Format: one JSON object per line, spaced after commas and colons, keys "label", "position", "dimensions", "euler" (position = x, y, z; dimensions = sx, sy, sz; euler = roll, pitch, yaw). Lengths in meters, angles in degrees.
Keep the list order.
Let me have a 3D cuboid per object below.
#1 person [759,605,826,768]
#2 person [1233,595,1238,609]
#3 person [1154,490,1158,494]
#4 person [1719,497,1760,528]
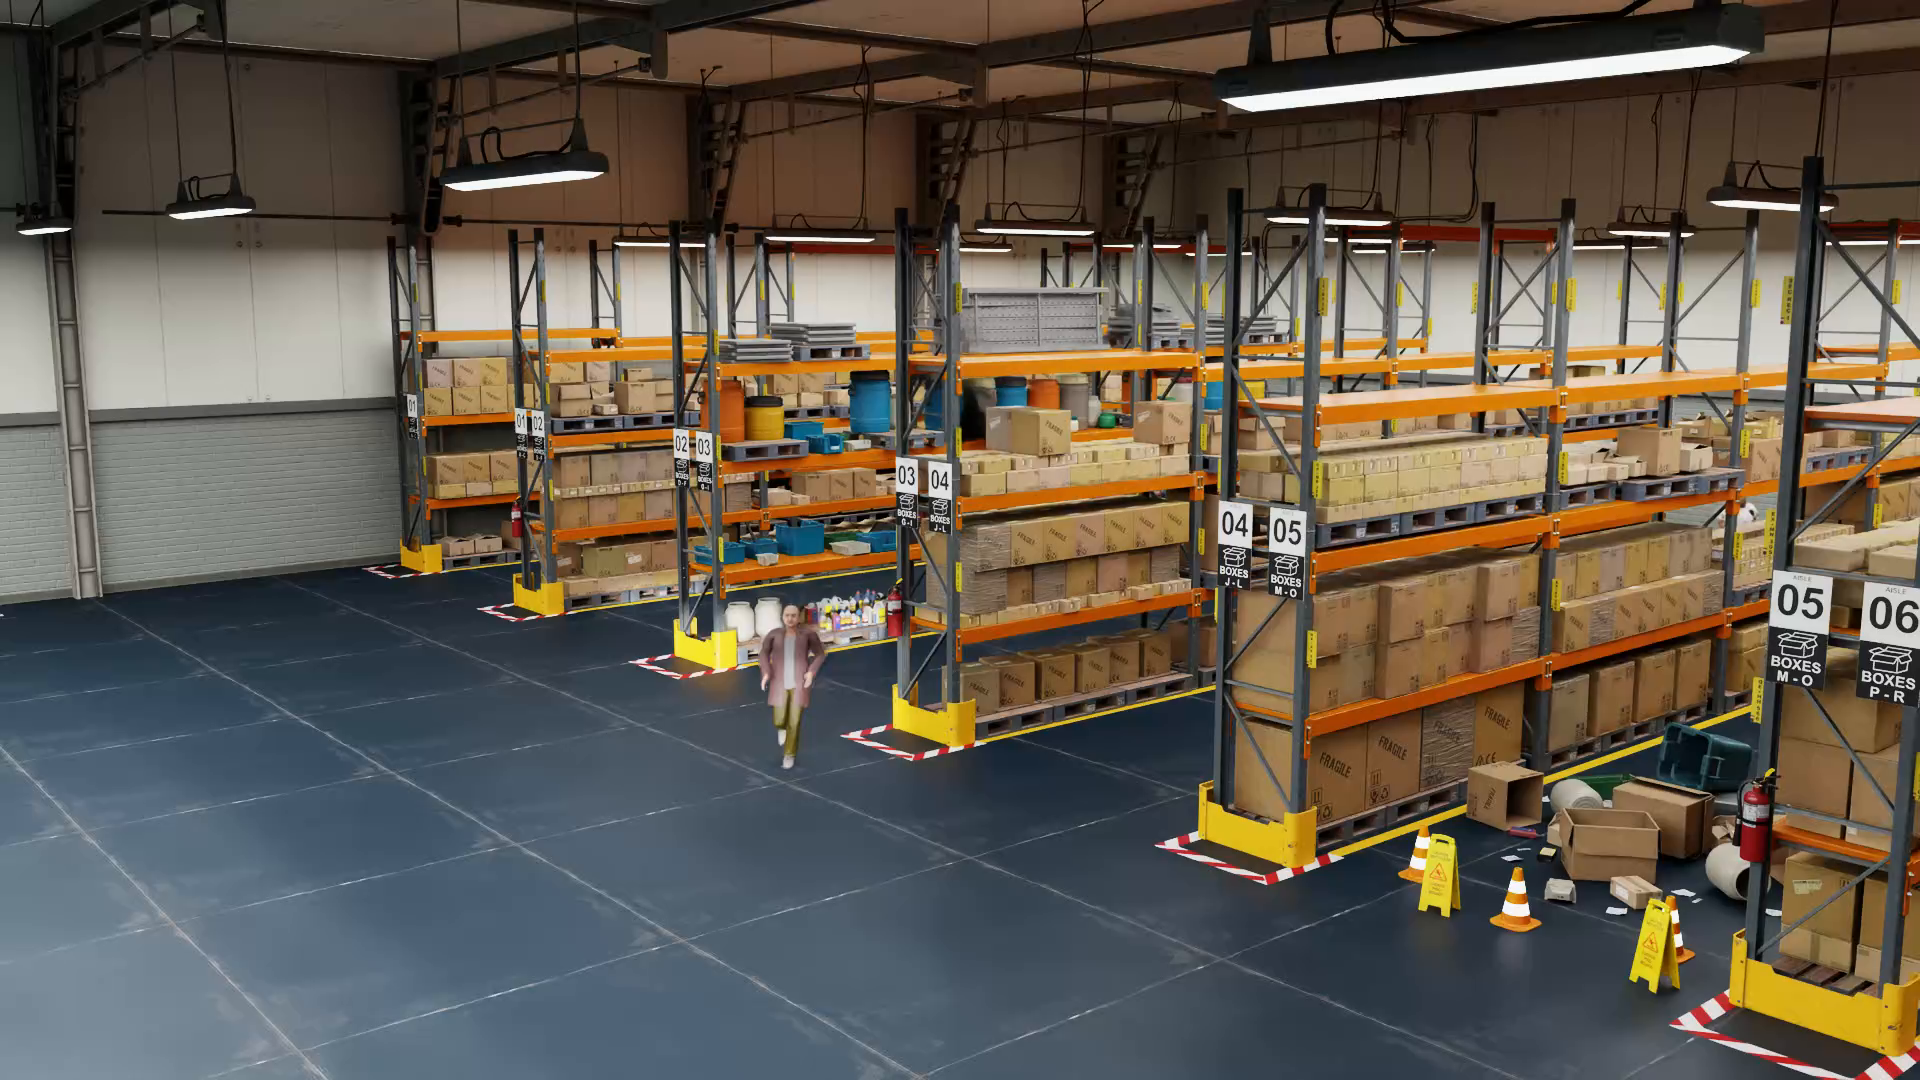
{"label": "person", "position": [-1.821, 1.561, 18.067], "dimensions": [0.726, 1.740, 0.681], "euler": [0, 9, 1]}
{"label": "person", "position": [4.316, 0.301, 26.090], "dimensions": [0.661, 1.760, 0.531], "euler": [8, 12, 41]}
{"label": "person", "position": [3.419, -0.631, 32.000], "dimensions": [0.643, 1.845, 0.774], "euler": [7, 11, 40]}
{"label": "person", "position": [13.403, -0.041, 28.495], "dimensions": [0.665, 1.703, 0.575], "euler": [-1, 9, -5]}
